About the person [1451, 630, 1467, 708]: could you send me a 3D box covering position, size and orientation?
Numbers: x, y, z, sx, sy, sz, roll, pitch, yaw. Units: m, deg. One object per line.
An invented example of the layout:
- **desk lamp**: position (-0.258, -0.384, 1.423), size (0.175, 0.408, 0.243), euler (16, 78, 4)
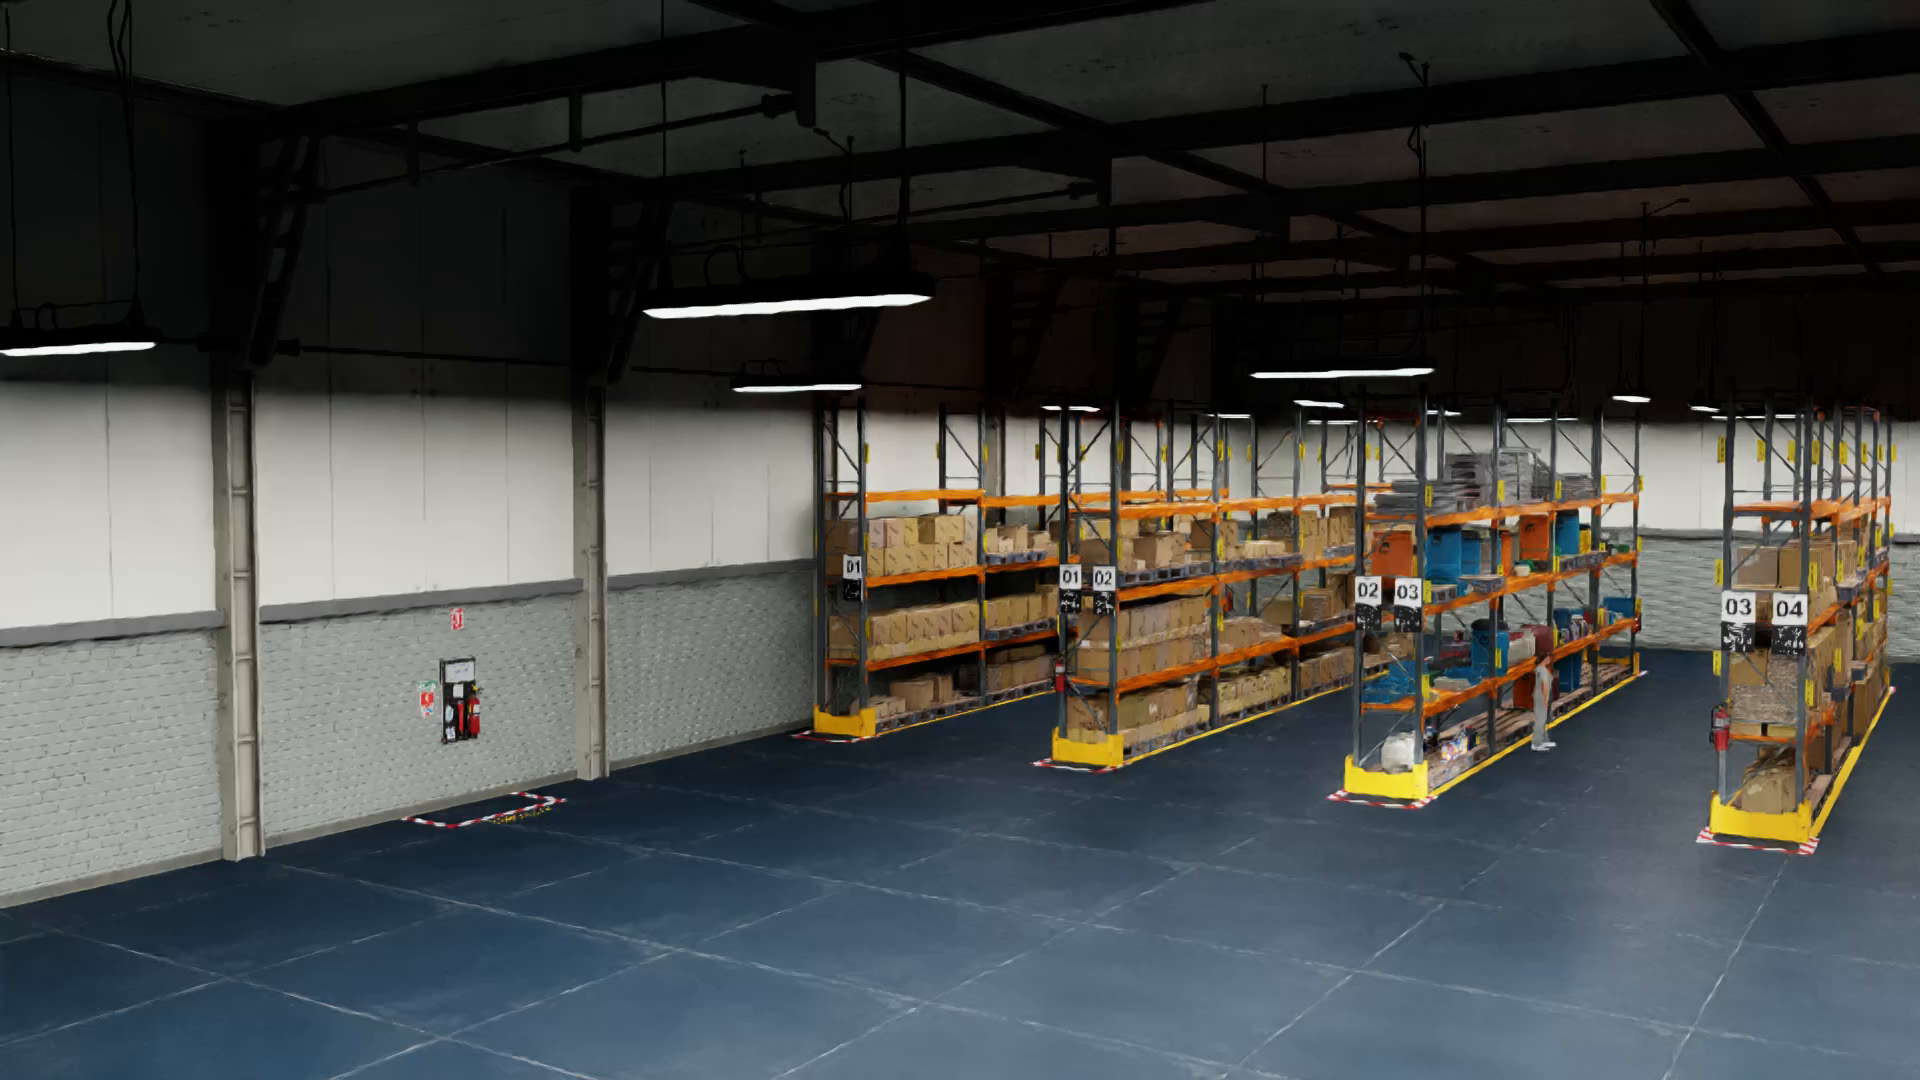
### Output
- **person**: position (9.795, 2.512, 32.703), size (0.417, 1.517, 1.037), euler (2, 4, 35)

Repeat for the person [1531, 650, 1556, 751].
- **person**: position (9.830, 2.681, 27.946), size (0.454, 1.678, 0.540), euler (0, 3, 9)
